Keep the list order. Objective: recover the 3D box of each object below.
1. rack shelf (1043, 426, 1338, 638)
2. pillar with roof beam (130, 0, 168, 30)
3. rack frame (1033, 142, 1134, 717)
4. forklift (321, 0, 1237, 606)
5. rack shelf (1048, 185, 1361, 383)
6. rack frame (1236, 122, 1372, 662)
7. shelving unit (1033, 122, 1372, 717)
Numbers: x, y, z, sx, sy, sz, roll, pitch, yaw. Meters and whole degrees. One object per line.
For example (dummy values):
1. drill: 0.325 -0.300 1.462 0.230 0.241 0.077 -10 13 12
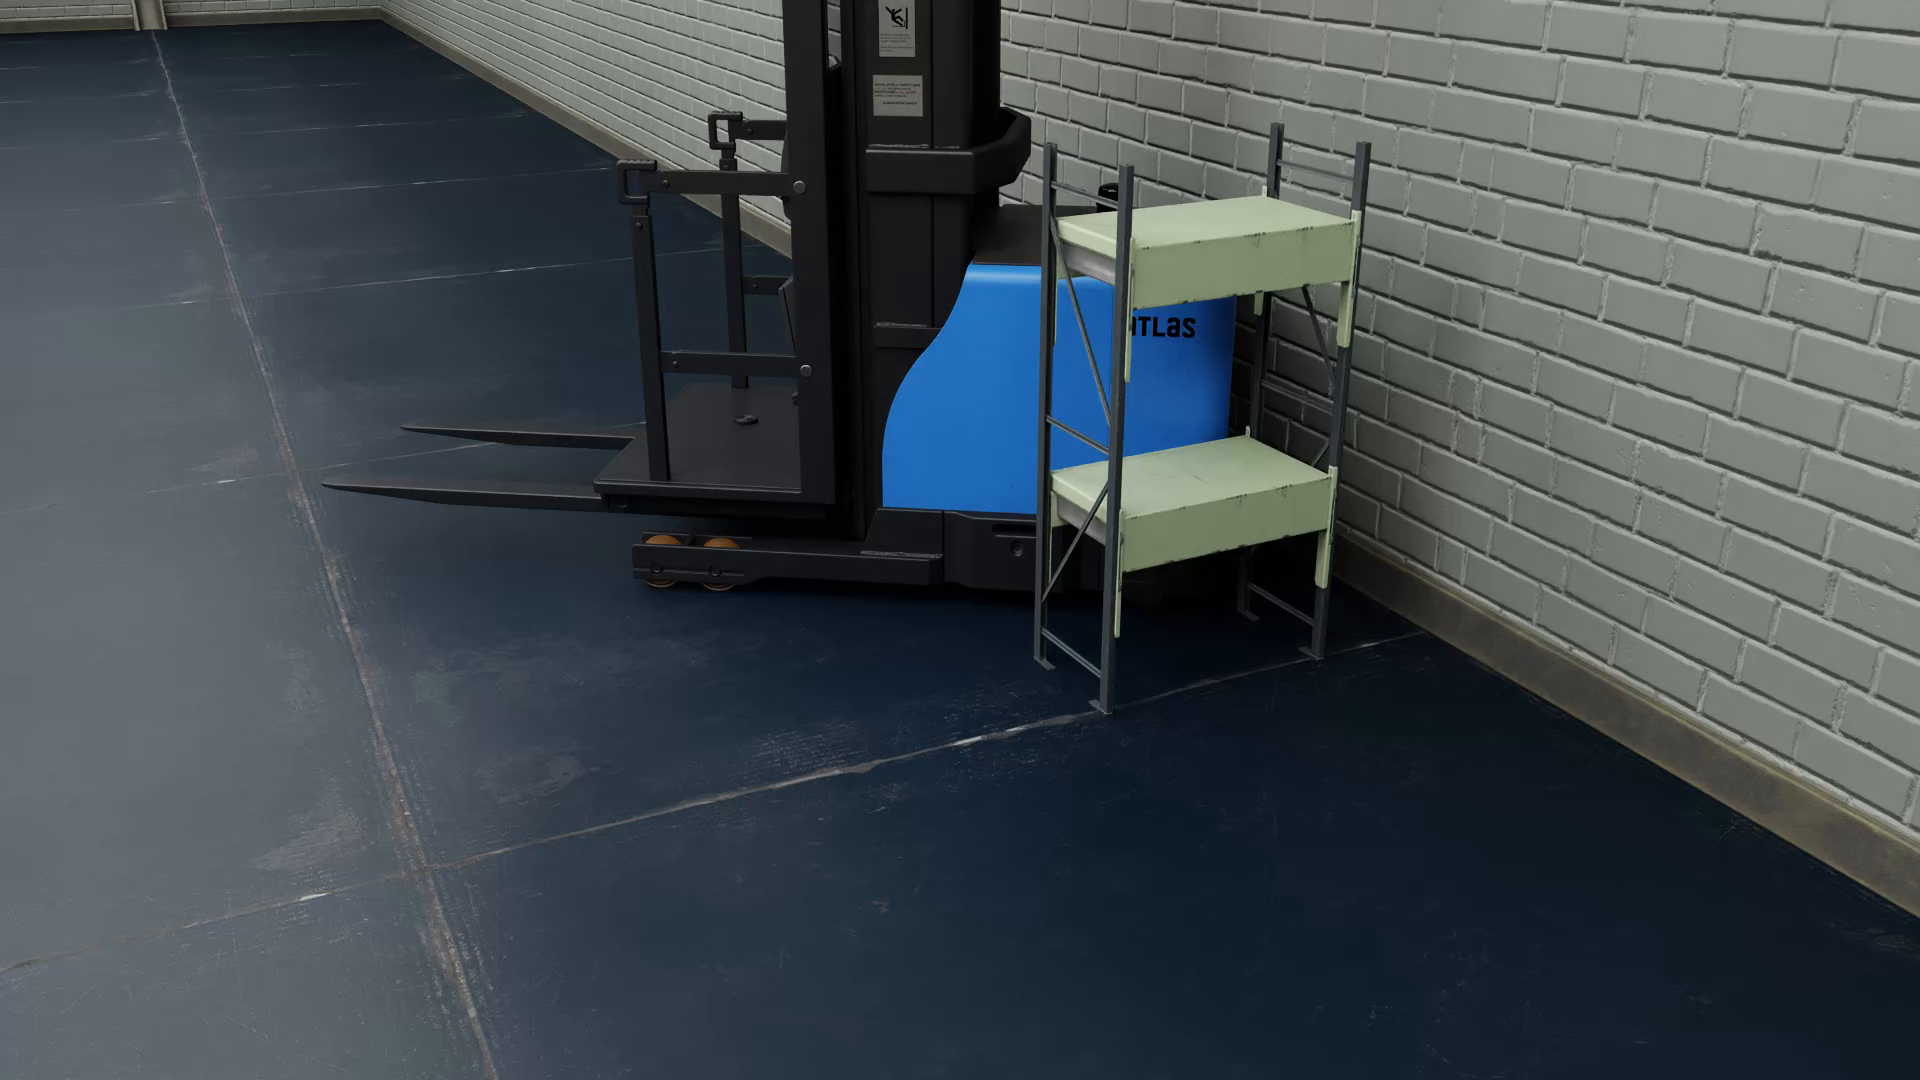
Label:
1. rack shelf: 0.644 -0.039 4.736 0.720 0.370 0.431 -11 25 -25
2. pillar with roof beam: -9.004 -9.549 17.053 0.400 9.000 9.100 -10 25 -24
3. rack frame: 0.319 -0.276 4.455 0.023 1.500 0.400 -11 25 -25
4. forklift: -0.621 -1.387 5.268 3.031 2.935 1.130 3 23 7
5. rack shelf: 0.644 -0.701 4.462 0.720 0.370 0.431 -11 25 -25
6. rack frame: 0.968 -0.405 4.767 0.023 1.500 0.400 -11 25 -25
7. shelving unit: 0.644 -0.340 4.611 0.755 1.500 0.431 -11 25 -25
